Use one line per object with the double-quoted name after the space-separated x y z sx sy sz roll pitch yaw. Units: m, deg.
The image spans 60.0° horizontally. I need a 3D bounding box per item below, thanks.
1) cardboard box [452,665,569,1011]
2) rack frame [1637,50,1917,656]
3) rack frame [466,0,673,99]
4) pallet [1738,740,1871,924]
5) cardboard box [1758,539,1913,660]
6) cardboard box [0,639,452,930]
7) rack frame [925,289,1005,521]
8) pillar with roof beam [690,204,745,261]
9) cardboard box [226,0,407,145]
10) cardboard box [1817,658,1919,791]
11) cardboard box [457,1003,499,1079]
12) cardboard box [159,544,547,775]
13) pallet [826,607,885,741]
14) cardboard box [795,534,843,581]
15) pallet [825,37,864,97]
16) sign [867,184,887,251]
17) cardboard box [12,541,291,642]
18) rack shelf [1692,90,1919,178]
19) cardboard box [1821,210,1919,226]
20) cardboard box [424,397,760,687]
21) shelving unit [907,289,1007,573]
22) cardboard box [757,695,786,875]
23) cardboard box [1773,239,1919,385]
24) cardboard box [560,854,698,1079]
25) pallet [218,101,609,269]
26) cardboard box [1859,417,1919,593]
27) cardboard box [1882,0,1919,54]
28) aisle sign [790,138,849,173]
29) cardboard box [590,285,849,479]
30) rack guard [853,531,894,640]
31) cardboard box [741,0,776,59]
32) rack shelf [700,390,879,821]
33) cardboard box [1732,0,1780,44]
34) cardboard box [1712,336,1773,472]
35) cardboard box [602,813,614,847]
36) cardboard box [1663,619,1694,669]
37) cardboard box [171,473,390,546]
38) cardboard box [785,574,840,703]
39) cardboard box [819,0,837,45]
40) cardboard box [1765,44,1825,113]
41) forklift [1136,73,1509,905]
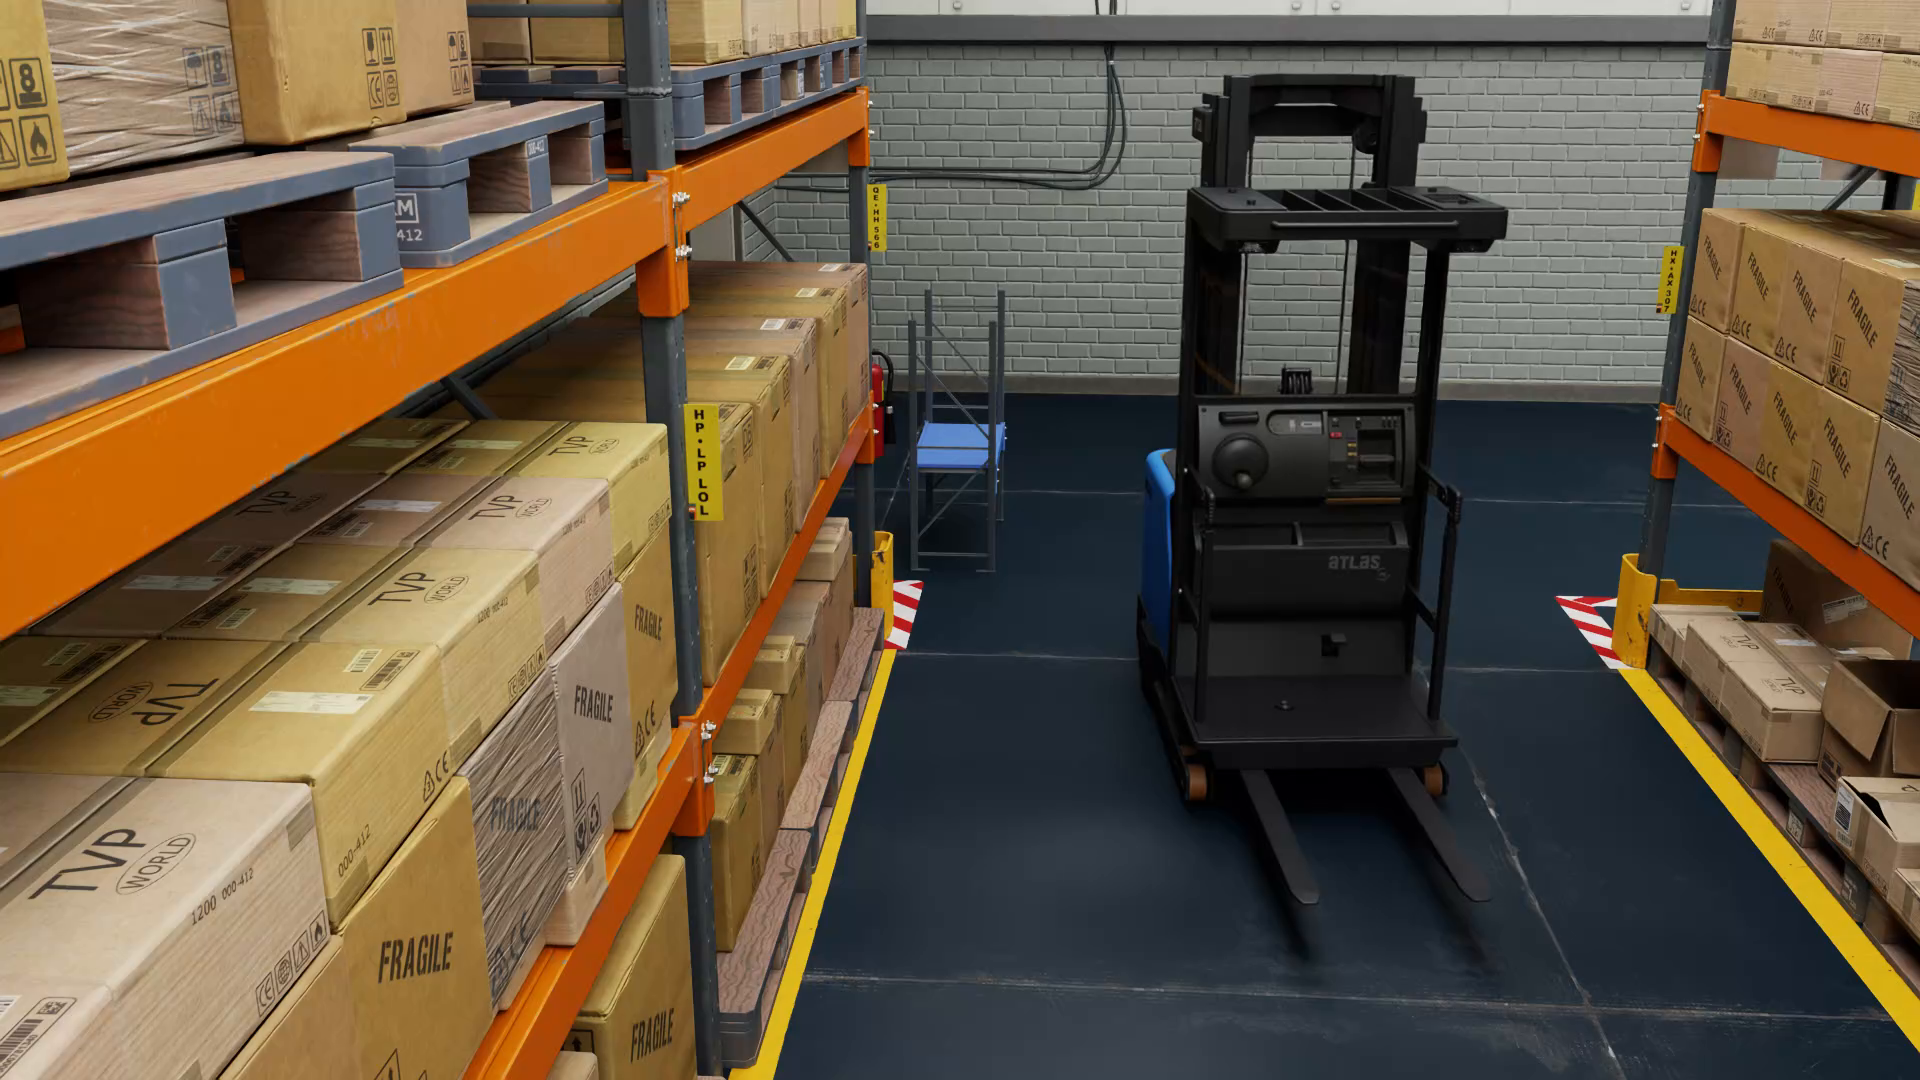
-1.093 0.560 3.225 0.500 0.500 0.500 1 18 4 "cardboard box"
3.988 -0.838 8.162 1.000 3.000 0.127 1 18 4 "rack frame"
-1.240 -2.556 3.771 1.000 3.000 0.127 1 18 4 "rack frame"
3.836 1.137 6.615 1.003 0.211 1.213 1 18 4 "pallet"
4.194 0.315 7.951 0.500 0.500 0.500 1 18 4 "cardboard box"
-1.137 0.367 2.612 0.500 0.250 0.500 1 18 3 "cardboard box"
0.030 -0.844 10.590 0.500 1.500 0.032 1 18 4 "rack frame"
2.671 -4.560 9.887 9.100 9.000 0.400 1 18 4 "pillar with roof beam"
-1.388 -0.942 2.795 0.700 0.500 0.500 1 18 3 "cardboard box"
3.830 0.798 6.472 0.797 0.503 0.637 1 18 4 "cardboard box"
-1.117 0.910 3.200 0.380 0.149 0.250 1 18 2 "cardboard box"
-1.102 0.208 3.095 0.500 0.250 0.500 2 18 5 "cardboard box"
-0.933 0.628 8.167 1.003 0.211 1.213 1 18 4 "pallet"
-0.749 0.076 7.672 0.380 0.149 0.250 2 18 5 "cardboard box"
-0.996 -2.100 7.339 1.003 0.211 1.213 1 18 4 "pallet"
-0.413 -1.593 8.229 0.100 0.325 0.005 1 18 4 "sign"
-1.595 0.196 3.133 0.500 0.250 0.500 1 18 2 "cardboard box"
3.844 -1.300 5.912 1.077 0.370 4.000 1 18 4 "rack shelf"
4.230 -1.216 7.550 0.500 0.500 0.500 1 18 3 "cardboard box"
-1.185 -0.015 5.171 0.980 0.700 0.700 2 18 5 "cardboard box"
-0.006 -0.686 10.109 0.538 1.500 1.048 1 18 4 "shelving unit"
-1.045 0.898 6.206 0.700 0.500 0.500 1 18 3 "cardboard box"
3.622 -0.911 6.618 0.500 0.500 0.500 2 18 5 "cardboard box"
-1.157 1.322 4.349 0.750 0.750 0.750 1 18 5 "cardboard box"
-1.257 -0.753 3.395 0.805 0.209 1.217 1 18 2 "pallet"
3.551 -0.124 5.822 0.500 0.500 0.500 2 18 5 "cardboard box"
3.579 -1.810 5.750 0.500 0.250 0.500 1 18 4 "cardboard box"
-0.649 -2.198 8.139 0.394 0.787 0.004 1 18 4 "aisle sign"
-1.021 -0.705 7.275 0.980 0.700 0.700 1 18 3 "cardboard box"
-0.952 0.233 8.908 1.175 0.500 0.348 1 18 4 "rack guard"
-0.877 -1.673 5.299 0.500 0.250 0.500 1 18 3 "cardboard box"
-1.097 0.016 6.713 1.077 0.370 4.000 1 18 4 "rack shelf"
3.691 -2.276 7.171 0.500 0.250 0.500 1 18 4 "cardboard box"
3.661 -0.593 7.255 0.500 0.500 0.500 1 18 3 "cardboard box"
-1.040 0.675 3.918 0.380 0.149 0.250 2 18 6 "cardboard box"
3.597 0.500 7.924 0.380 0.166 0.250 1 18 4 "cardboard box"
-1.564 0.040 3.609 0.500 0.250 0.500 1 18 5 "cardboard box"
-0.940 0.416 7.675 0.700 0.500 0.500 1 18 4 "cardboard box"
-0.777 -2.153 6.766 0.500 0.250 0.500 1 18 2 "cardboard box"
3.648 -1.883 6.776 0.500 0.250 0.500 1 18 4 "cardboard box"
1.485 -0.383 6.884 1.130 2.935 3.031 -1 18 -2 "forklift"
